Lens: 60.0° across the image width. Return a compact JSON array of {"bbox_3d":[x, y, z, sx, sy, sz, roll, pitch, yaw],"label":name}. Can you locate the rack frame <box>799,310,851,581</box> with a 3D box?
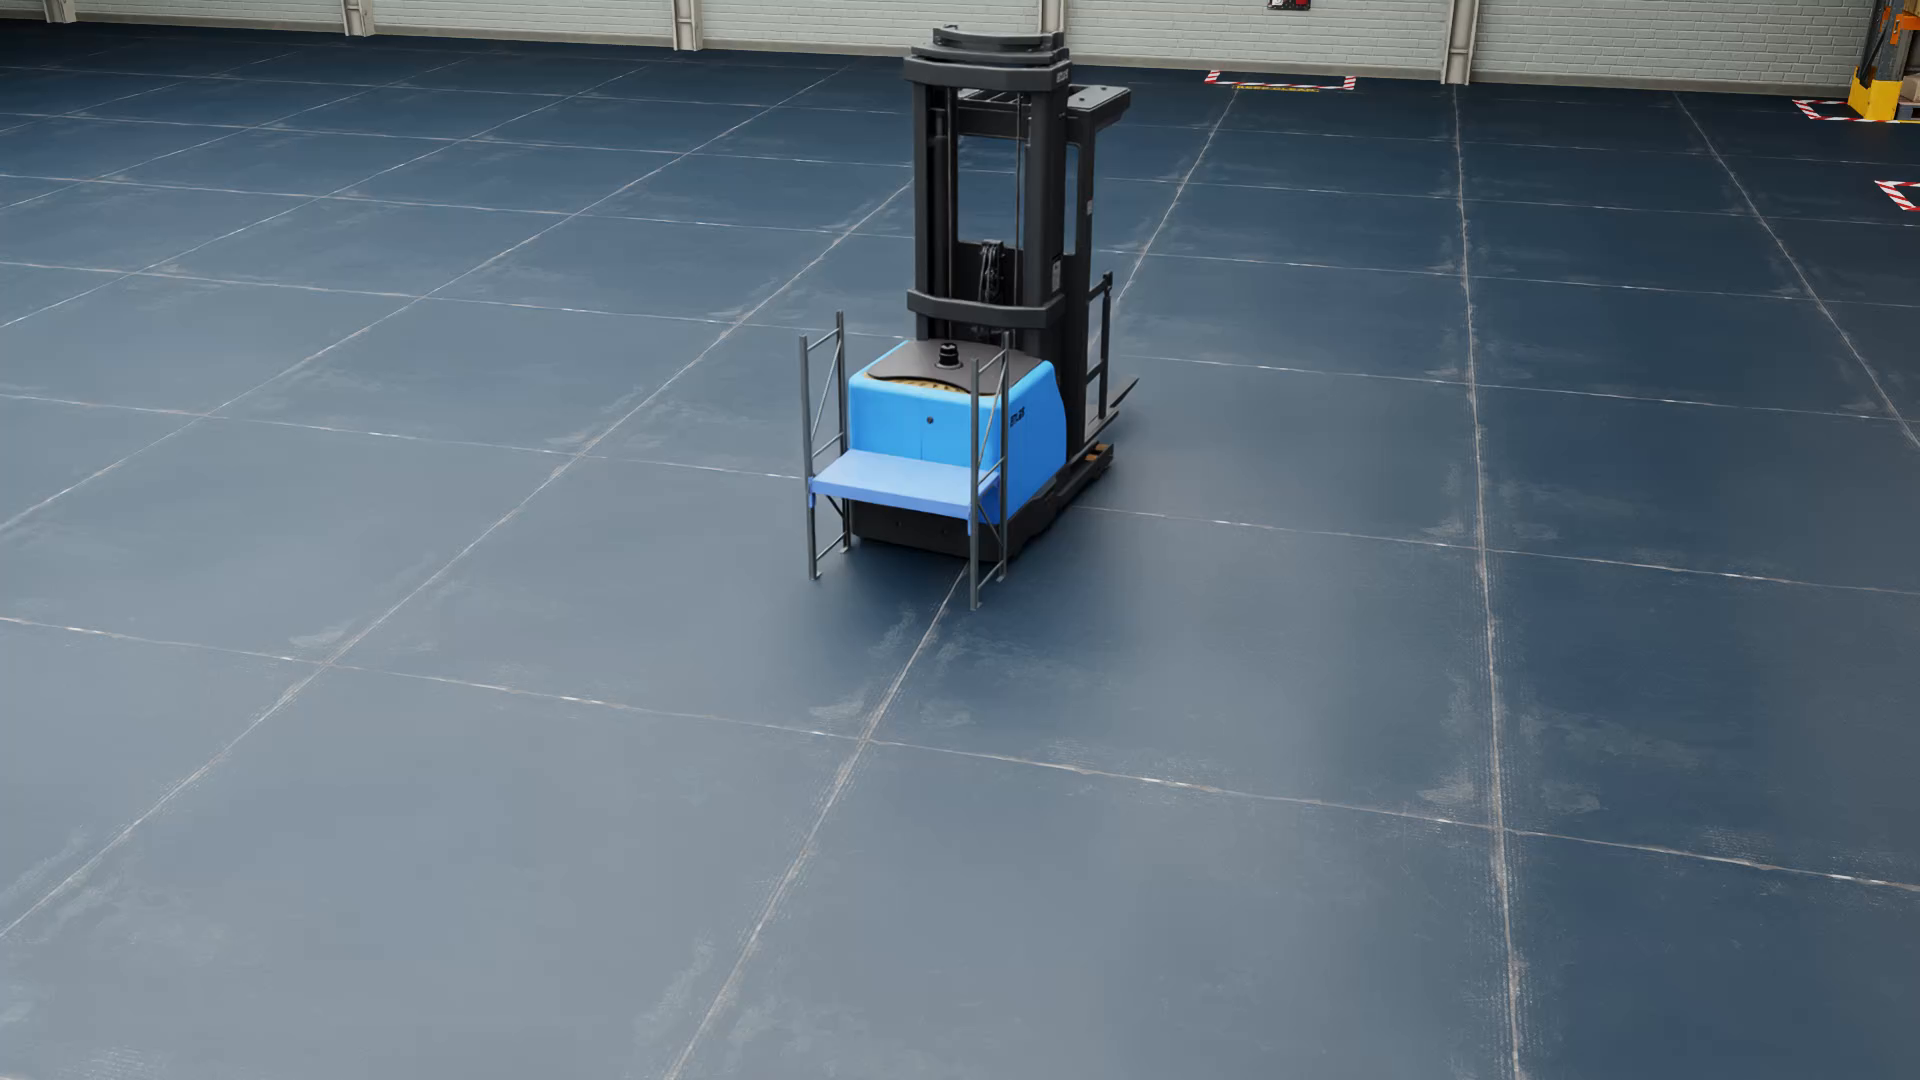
[{"bbox_3d":[-0.775,-0.537,9.634,0.032,1.500,0.500,10,27,20],"label":"rack frame"}]

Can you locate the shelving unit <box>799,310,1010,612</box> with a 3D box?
[{"bbox_3d":[-0.305,-0.454,9.460,1.048,1.500,0.538,10,27,20],"label":"shelving unit"}]

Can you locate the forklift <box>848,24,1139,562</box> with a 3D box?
[{"bbox_3d":[0.392,-1.799,10.620,1.130,2.935,3.031,11,28,22],"label":"forklift"}]

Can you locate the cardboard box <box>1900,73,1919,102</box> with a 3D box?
[{"bbox_3d":[12.788,-5.982,21.942,0.500,0.311,0.500,3,26,7],"label":"cardboard box"}]

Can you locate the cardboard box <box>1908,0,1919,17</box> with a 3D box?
[{"bbox_3d":[12.534,-6.866,21.334,0.500,0.250,0.500,6,26,11],"label":"cardboard box"}]

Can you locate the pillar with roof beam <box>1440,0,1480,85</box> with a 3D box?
[{"bbox_3d":[6.151,-8.953,18.587,0.400,9.000,9.100,6,26,13],"label":"pillar with roof beam"}]

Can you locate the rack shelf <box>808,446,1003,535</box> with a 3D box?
[{"bbox_3d":[-0.305,-0.292,9.537,1.000,0.185,0.538,10,27,20],"label":"rack shelf"}]

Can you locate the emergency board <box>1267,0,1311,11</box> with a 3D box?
[{"bbox_3d":[4.839,-8.317,24.230,0.643,1.169,0.194,6,26,13],"label":"emergency board"}]

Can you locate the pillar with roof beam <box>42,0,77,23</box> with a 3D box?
[{"bbox_3d":[-17.093,-11.523,23.984,0.400,9.000,9.100,6,26,13],"label":"pillar with roof beam"}]

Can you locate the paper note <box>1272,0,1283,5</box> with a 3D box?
[{"bbox_3d":[4.685,-7.967,24.520,0.142,0.148,0.016,6,26,13],"label":"paper note"}]

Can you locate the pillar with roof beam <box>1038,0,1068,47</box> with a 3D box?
[{"bbox_3d":[0.340,-9.596,19.936,0.400,9.000,9.100,6,26,13],"label":"pillar with roof beam"}]

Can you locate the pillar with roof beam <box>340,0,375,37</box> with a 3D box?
[{"bbox_3d":[-11.282,-10.880,22.635,0.400,9.000,9.100,6,26,13],"label":"pillar with roof beam"}]

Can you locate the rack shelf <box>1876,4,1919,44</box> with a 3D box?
[{"bbox_3d":[14.077,-6.570,21.398,4.000,0.370,1.077,6,26,13],"label":"rack shelf"}]

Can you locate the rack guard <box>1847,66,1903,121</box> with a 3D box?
[{"bbox_3d":[12.214,-5.973,22.213,0.348,0.500,1.175,6,26,13],"label":"rack guard"}]

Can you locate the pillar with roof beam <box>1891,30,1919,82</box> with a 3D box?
[{"bbox_3d":[11.961,-8.311,17.238,0.400,9.000,9.100,6,26,13],"label":"pillar with roof beam"}]

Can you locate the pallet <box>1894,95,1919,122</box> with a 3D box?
[{"bbox_3d":[12.992,-5.740,22.062,1.213,0.211,1.003,6,26,13],"label":"pallet"}]

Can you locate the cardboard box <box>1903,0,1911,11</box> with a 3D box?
[{"bbox_3d":[12.641,-7.081,21.785,0.500,0.250,0.500,7,26,14],"label":"cardboard box"}]

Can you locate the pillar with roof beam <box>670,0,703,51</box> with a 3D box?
[{"bbox_3d":[-5.471,-10.238,21.286,0.400,9.000,9.100,6,26,13],"label":"pillar with roof beam"}]

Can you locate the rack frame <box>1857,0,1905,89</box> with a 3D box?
[{"bbox_3d":[12.140,-7.109,21.693,0.127,3.000,1.000,6,26,13],"label":"rack frame"}]

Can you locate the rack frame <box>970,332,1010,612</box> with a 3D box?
[{"bbox_3d":[0.165,-0.372,9.286,0.032,1.500,0.500,10,27,20],"label":"rack frame"}]
